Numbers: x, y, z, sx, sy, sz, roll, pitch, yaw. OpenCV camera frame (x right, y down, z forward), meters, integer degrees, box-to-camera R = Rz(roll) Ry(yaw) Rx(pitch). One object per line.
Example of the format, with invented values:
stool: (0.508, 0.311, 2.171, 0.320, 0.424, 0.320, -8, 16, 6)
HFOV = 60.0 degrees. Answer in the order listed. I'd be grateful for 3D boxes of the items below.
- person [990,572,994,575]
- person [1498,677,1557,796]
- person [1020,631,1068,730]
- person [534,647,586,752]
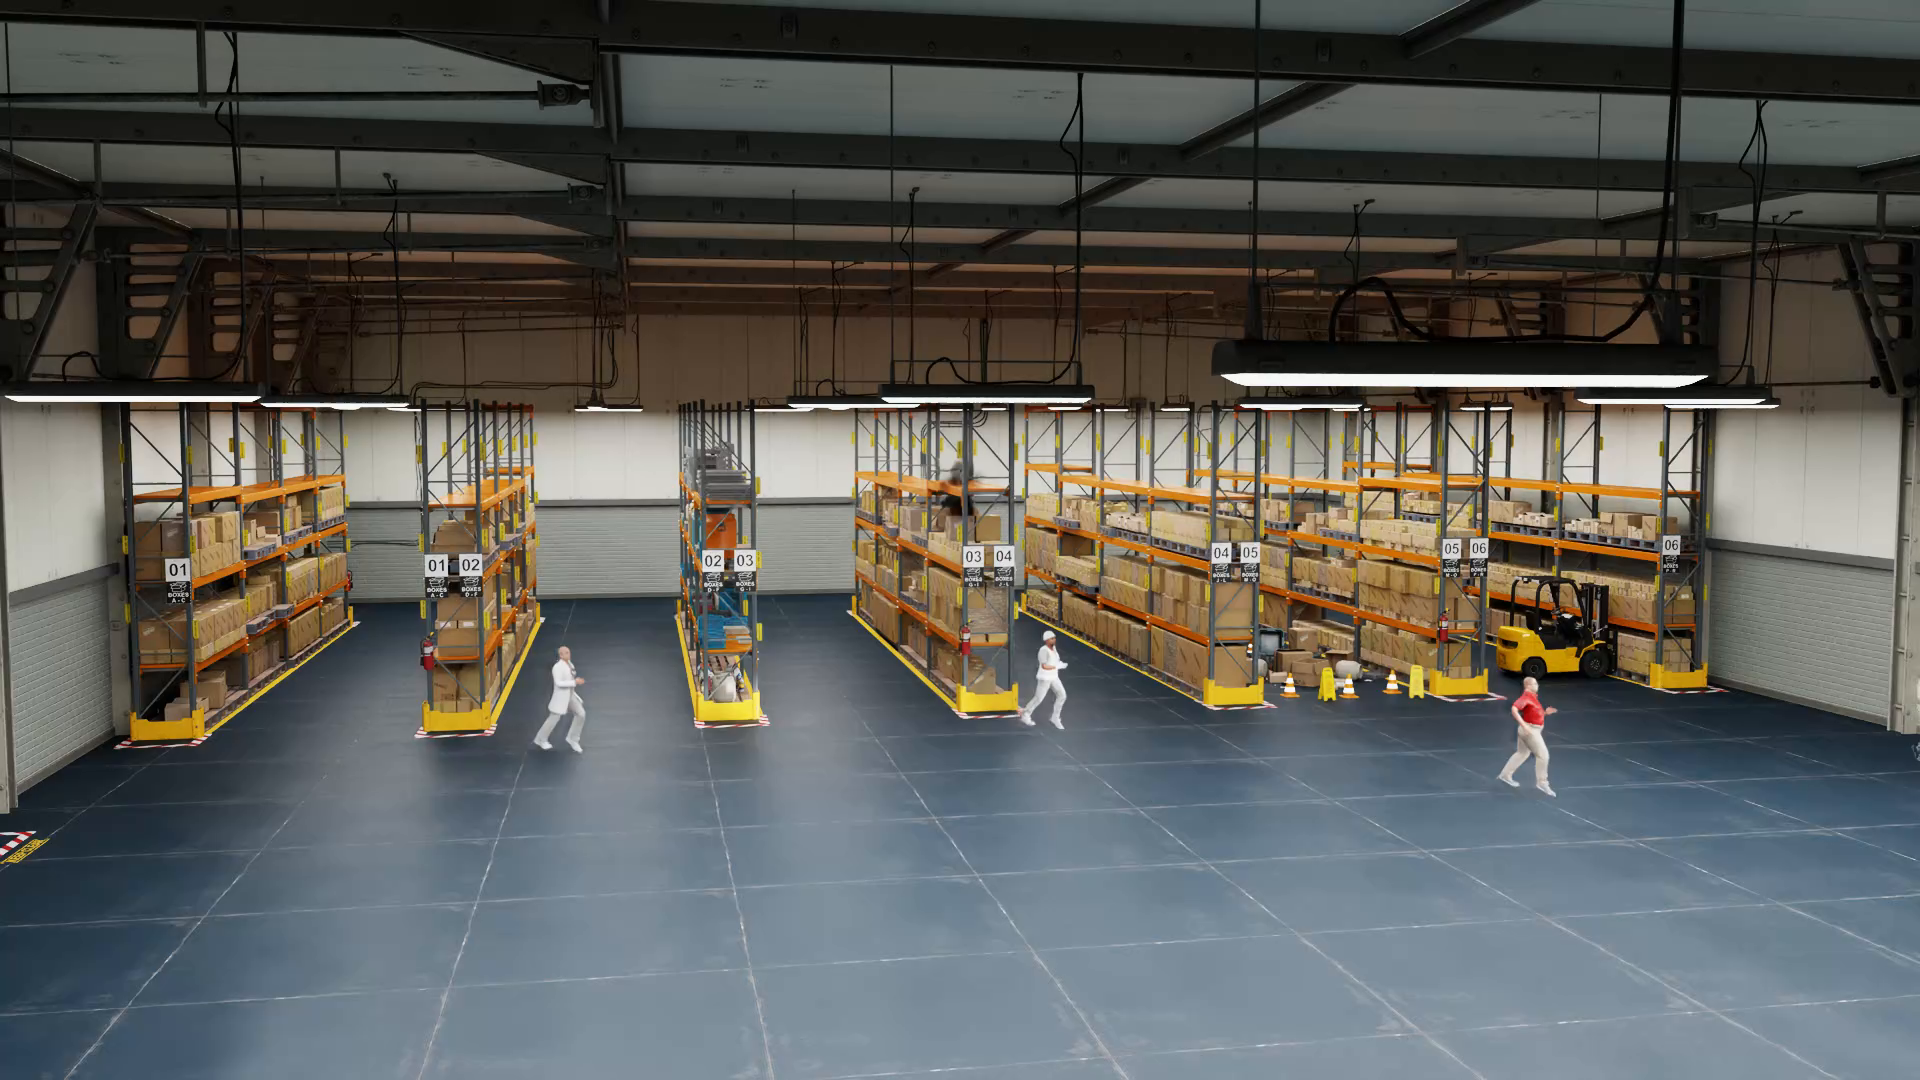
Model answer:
person: (1.166, 1.190, 49.489, 0.844, 1.611, 0.668, -4, 6, -44)
person: (8.605, 2.960, 25.179, 0.837, 1.784, 0.635, 1, 4, 15)
person: (1.577, 2.552, 30.271, 0.909, 1.825, 0.698, 2, 5, 29)
person: (-6.736, 2.709, 28.254, 0.936, 1.826, 0.732, 1, 5, 19)
